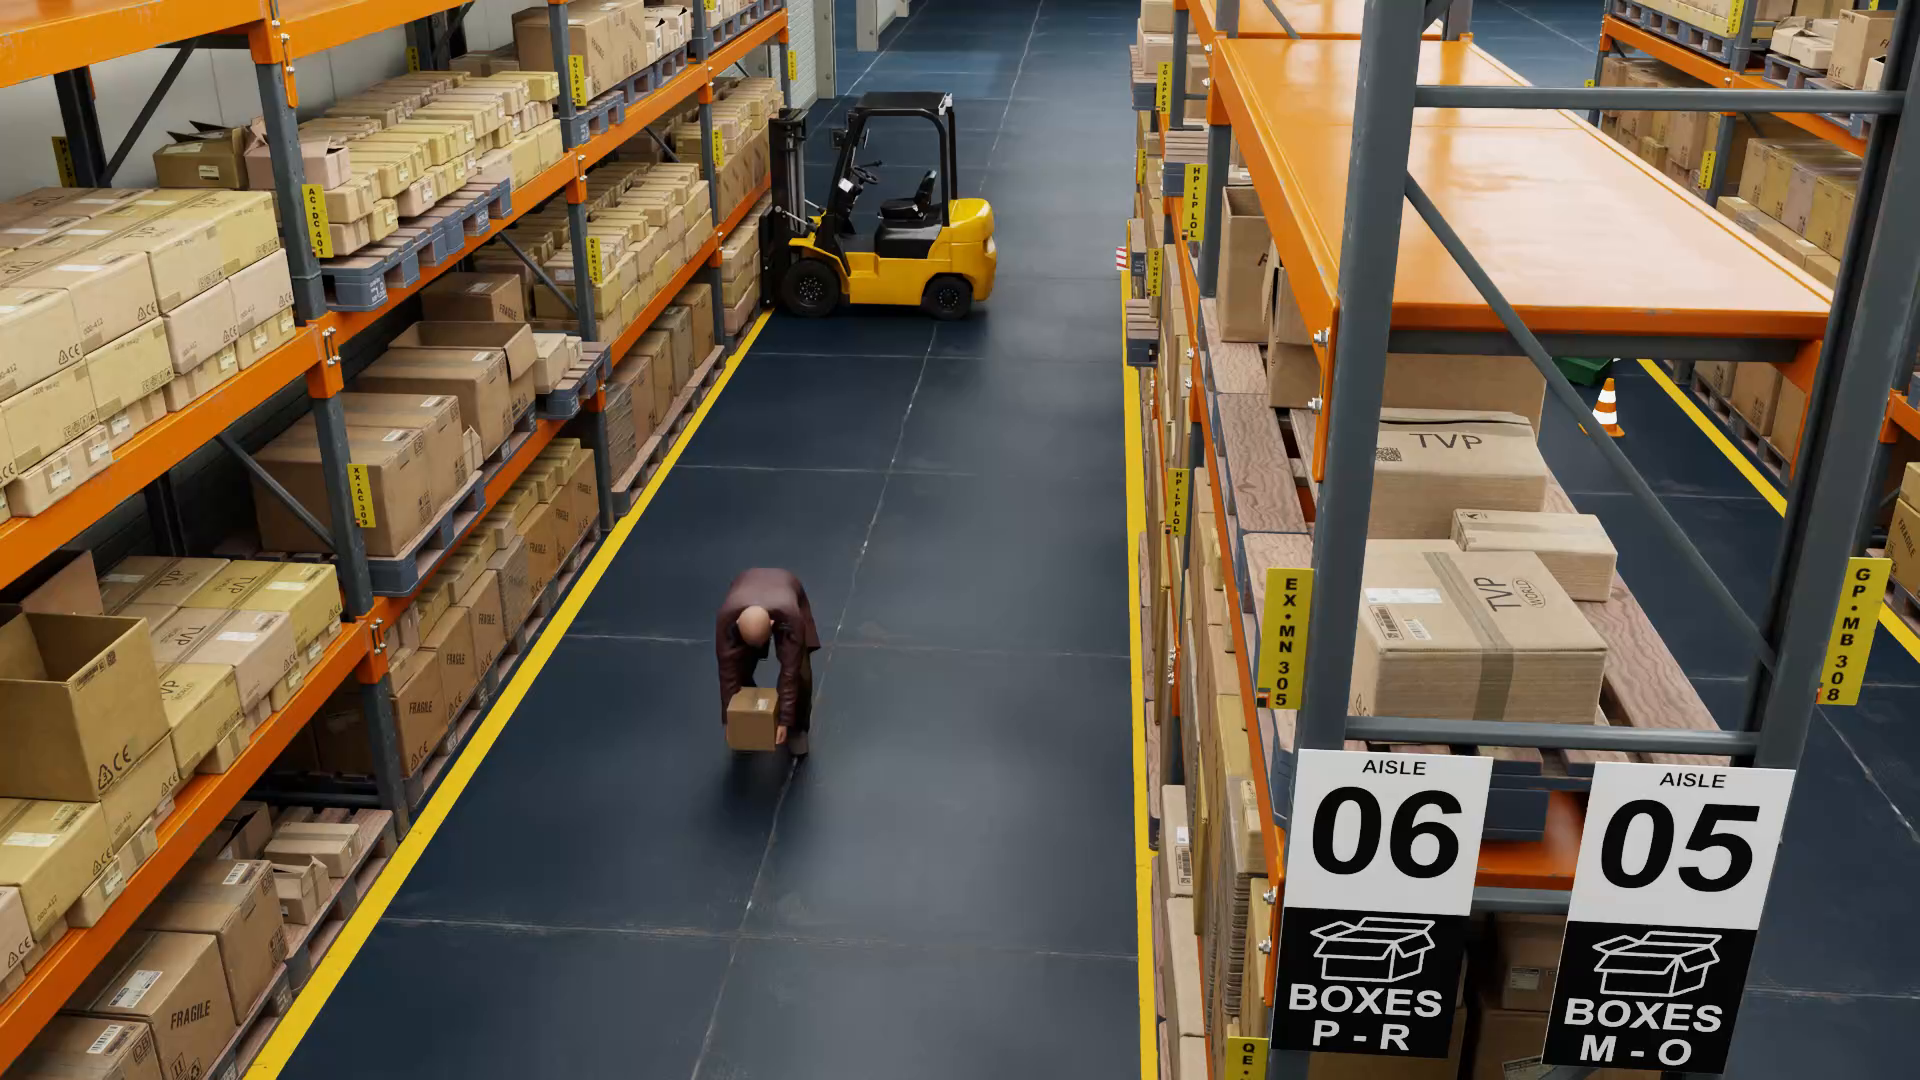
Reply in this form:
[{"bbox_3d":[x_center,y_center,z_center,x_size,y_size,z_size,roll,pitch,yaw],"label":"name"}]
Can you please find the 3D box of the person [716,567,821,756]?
[{"bbox_3d":[-1.078,0.720,9.214,0.585,1.138,0.937,1,24,2],"label":"person"}]
